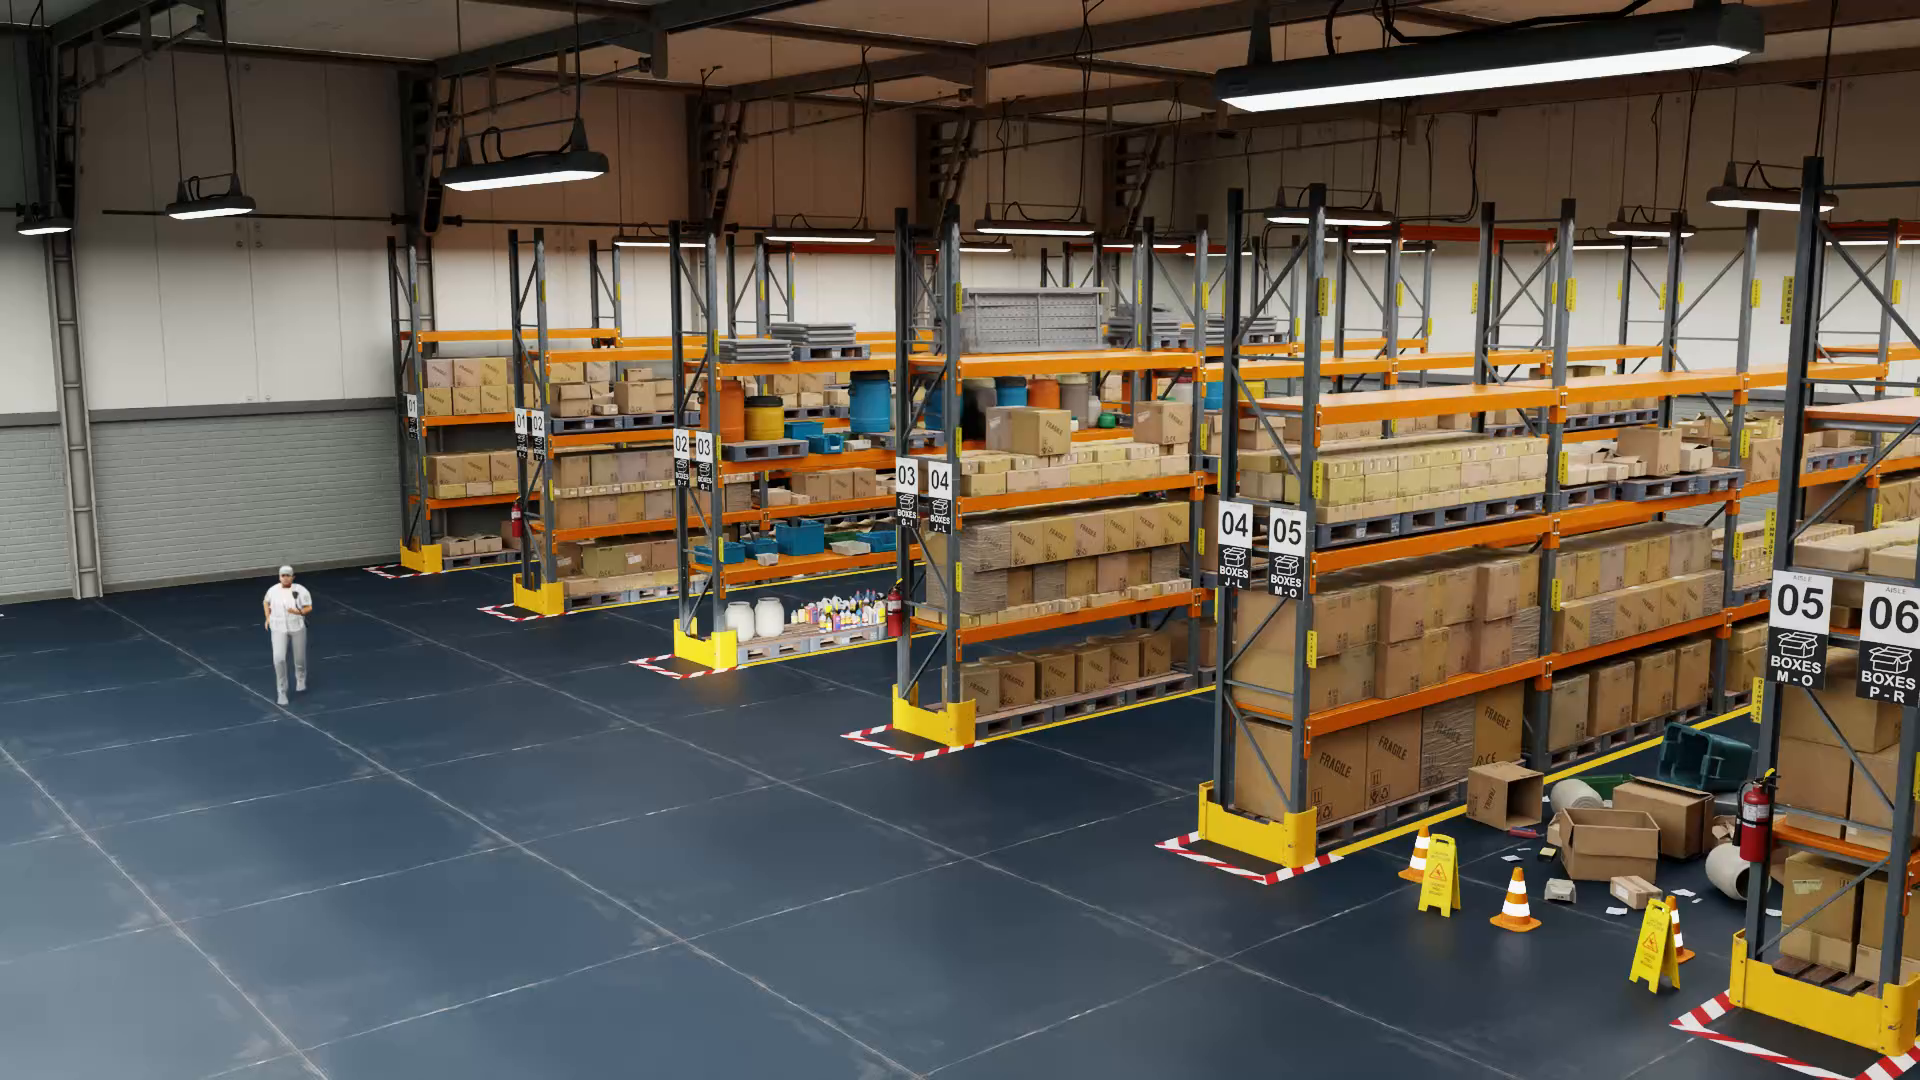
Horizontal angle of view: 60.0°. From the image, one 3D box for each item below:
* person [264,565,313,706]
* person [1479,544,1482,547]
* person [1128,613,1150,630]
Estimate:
[{"bbox_3d":[-8.386,1.166,20.797,0.580,1.728,0.762,-3,9,-19],"label":"person"},{"bbox_3d":[7.174,0.788,23.343,0.583,1.613,0.632,-7,11,-38],"label":"person"},{"bbox_3d":[2.398,0.504,23.111,0.553,1.695,0.653,-8,12,-43],"label":"person"}]
